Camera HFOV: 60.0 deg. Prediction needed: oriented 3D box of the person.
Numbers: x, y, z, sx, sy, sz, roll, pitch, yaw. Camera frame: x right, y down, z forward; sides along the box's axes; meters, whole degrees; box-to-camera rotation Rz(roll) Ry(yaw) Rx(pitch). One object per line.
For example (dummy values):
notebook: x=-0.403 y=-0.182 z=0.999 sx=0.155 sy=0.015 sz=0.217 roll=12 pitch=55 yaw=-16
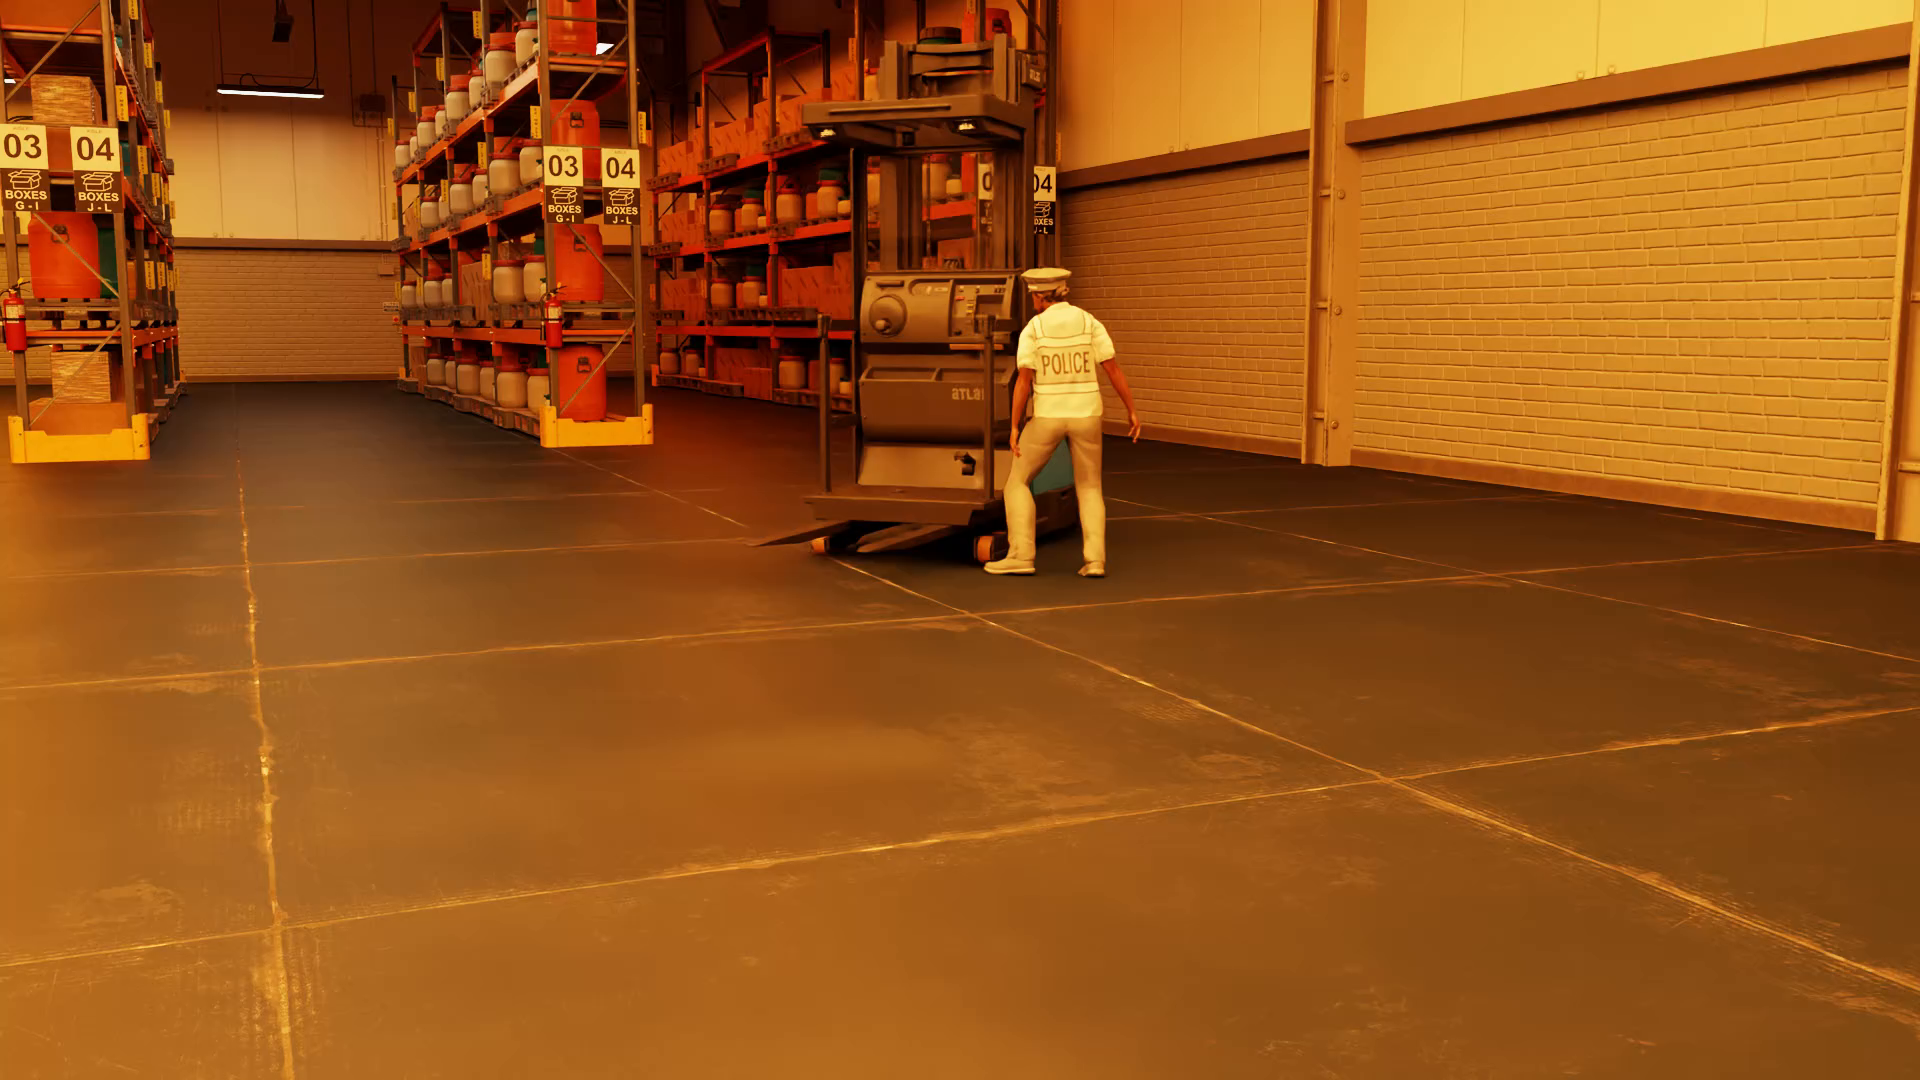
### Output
person: x=0.537 y=-0.603 z=8.719 sx=0.812 sy=1.638 sz=0.436 roll=-1 pitch=8 yaw=-6

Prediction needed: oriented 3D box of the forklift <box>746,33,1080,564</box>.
forklift: x=-0.207 y=-1.376 z=9.380 sx=1.130 sy=2.935 sz=3.031 roll=3 pitch=8 yaw=21
